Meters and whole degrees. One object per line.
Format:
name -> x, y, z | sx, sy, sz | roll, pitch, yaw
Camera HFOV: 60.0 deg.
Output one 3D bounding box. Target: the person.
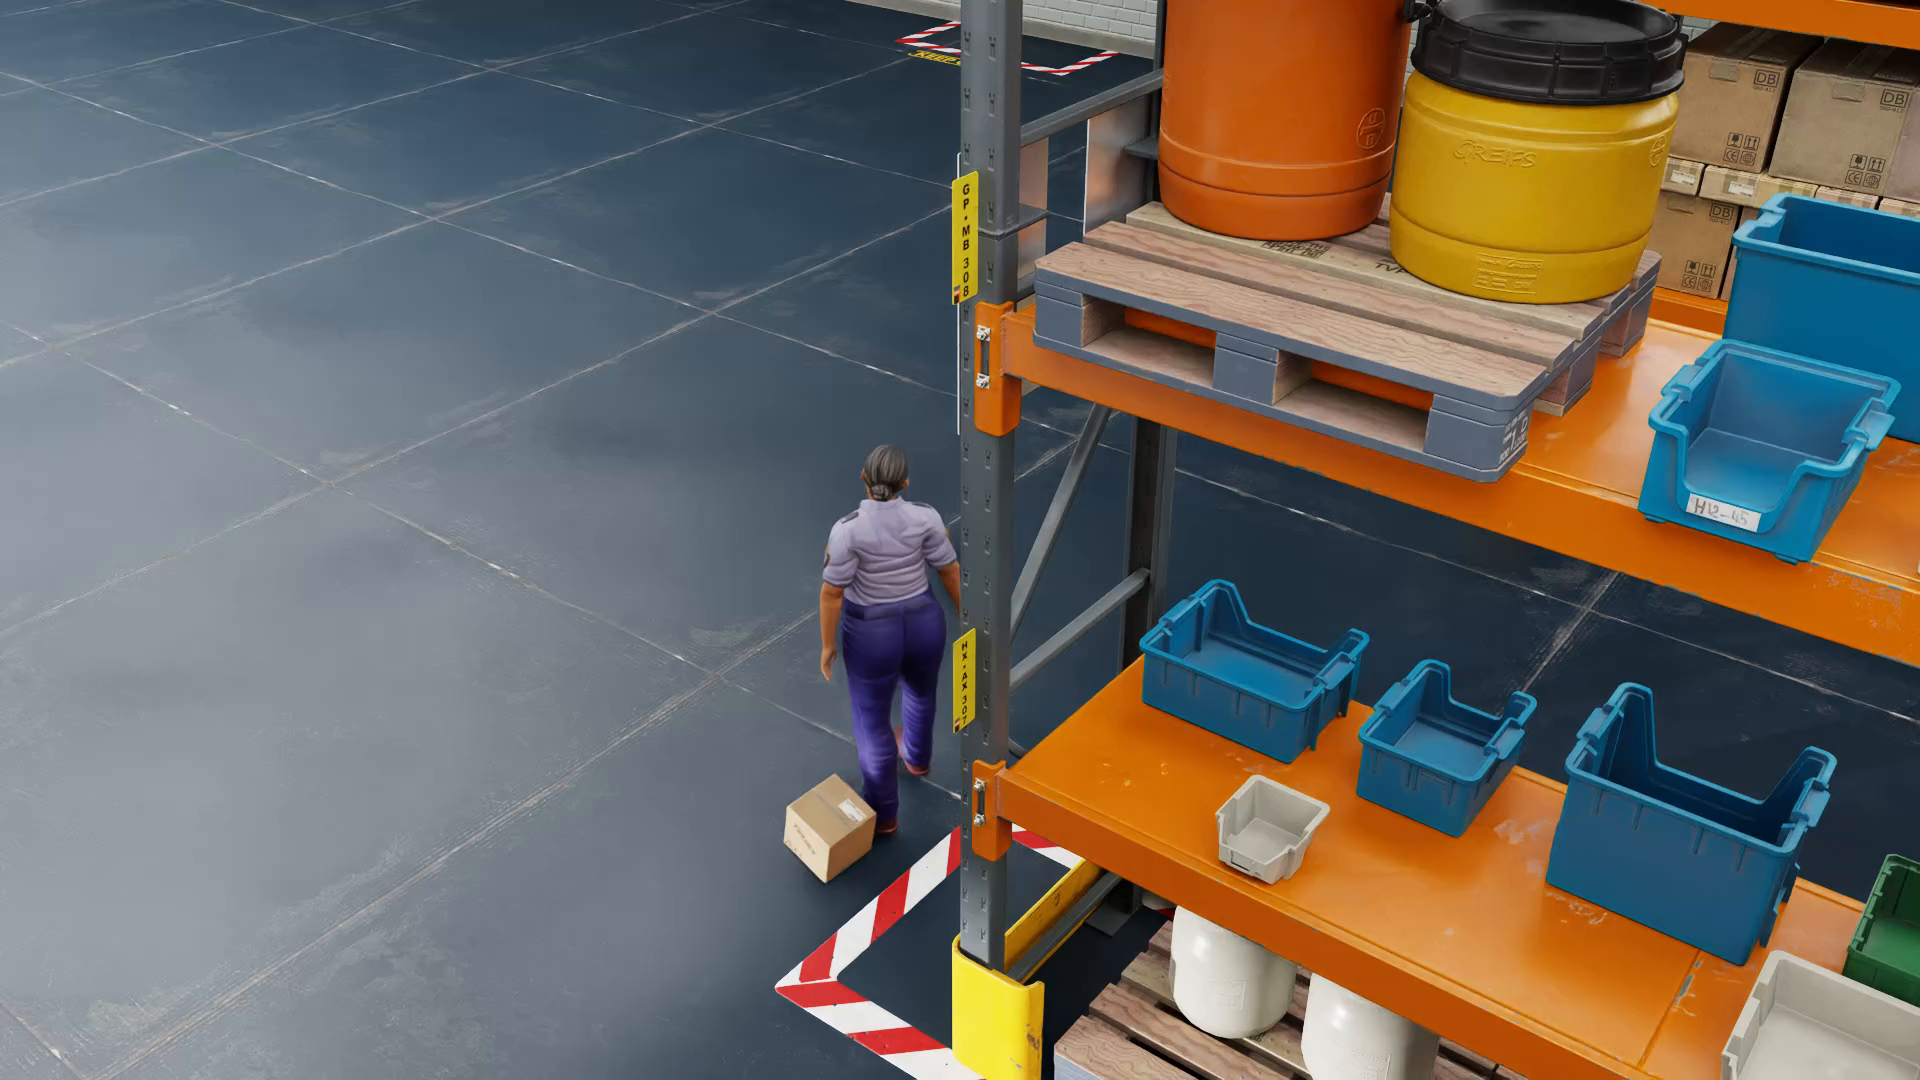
person -> -0.260, 0.329, 6.566 | 0.658, 1.640, 0.598 | -12, 33, -19
